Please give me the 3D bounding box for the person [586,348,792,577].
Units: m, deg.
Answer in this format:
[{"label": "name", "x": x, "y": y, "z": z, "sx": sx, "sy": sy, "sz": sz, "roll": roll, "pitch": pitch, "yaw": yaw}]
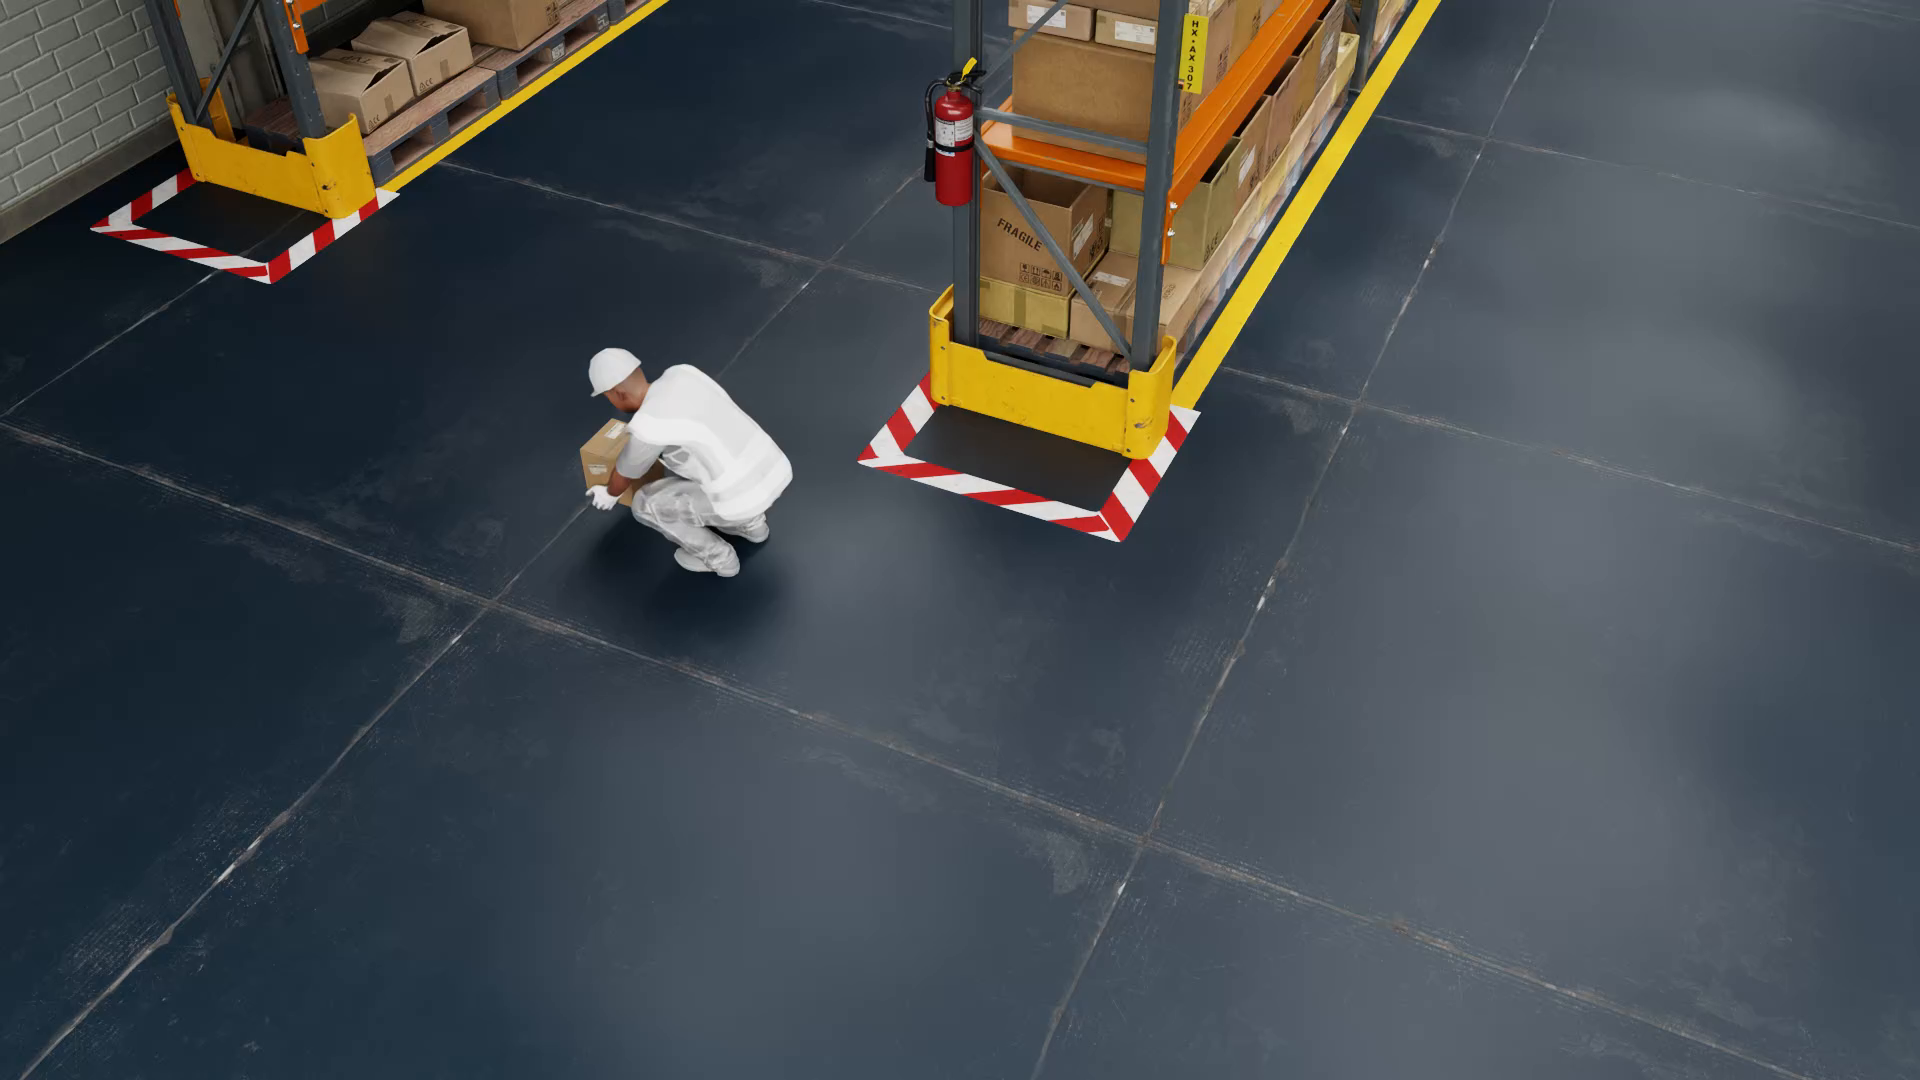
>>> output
[{"label": "person", "x": -1.190, "y": -0.363, "z": 7.155, "sx": 0.899, "sy": 0.993, "sz": 0.567, "roll": 17, "pitch": 44, "yaw": 18}]
